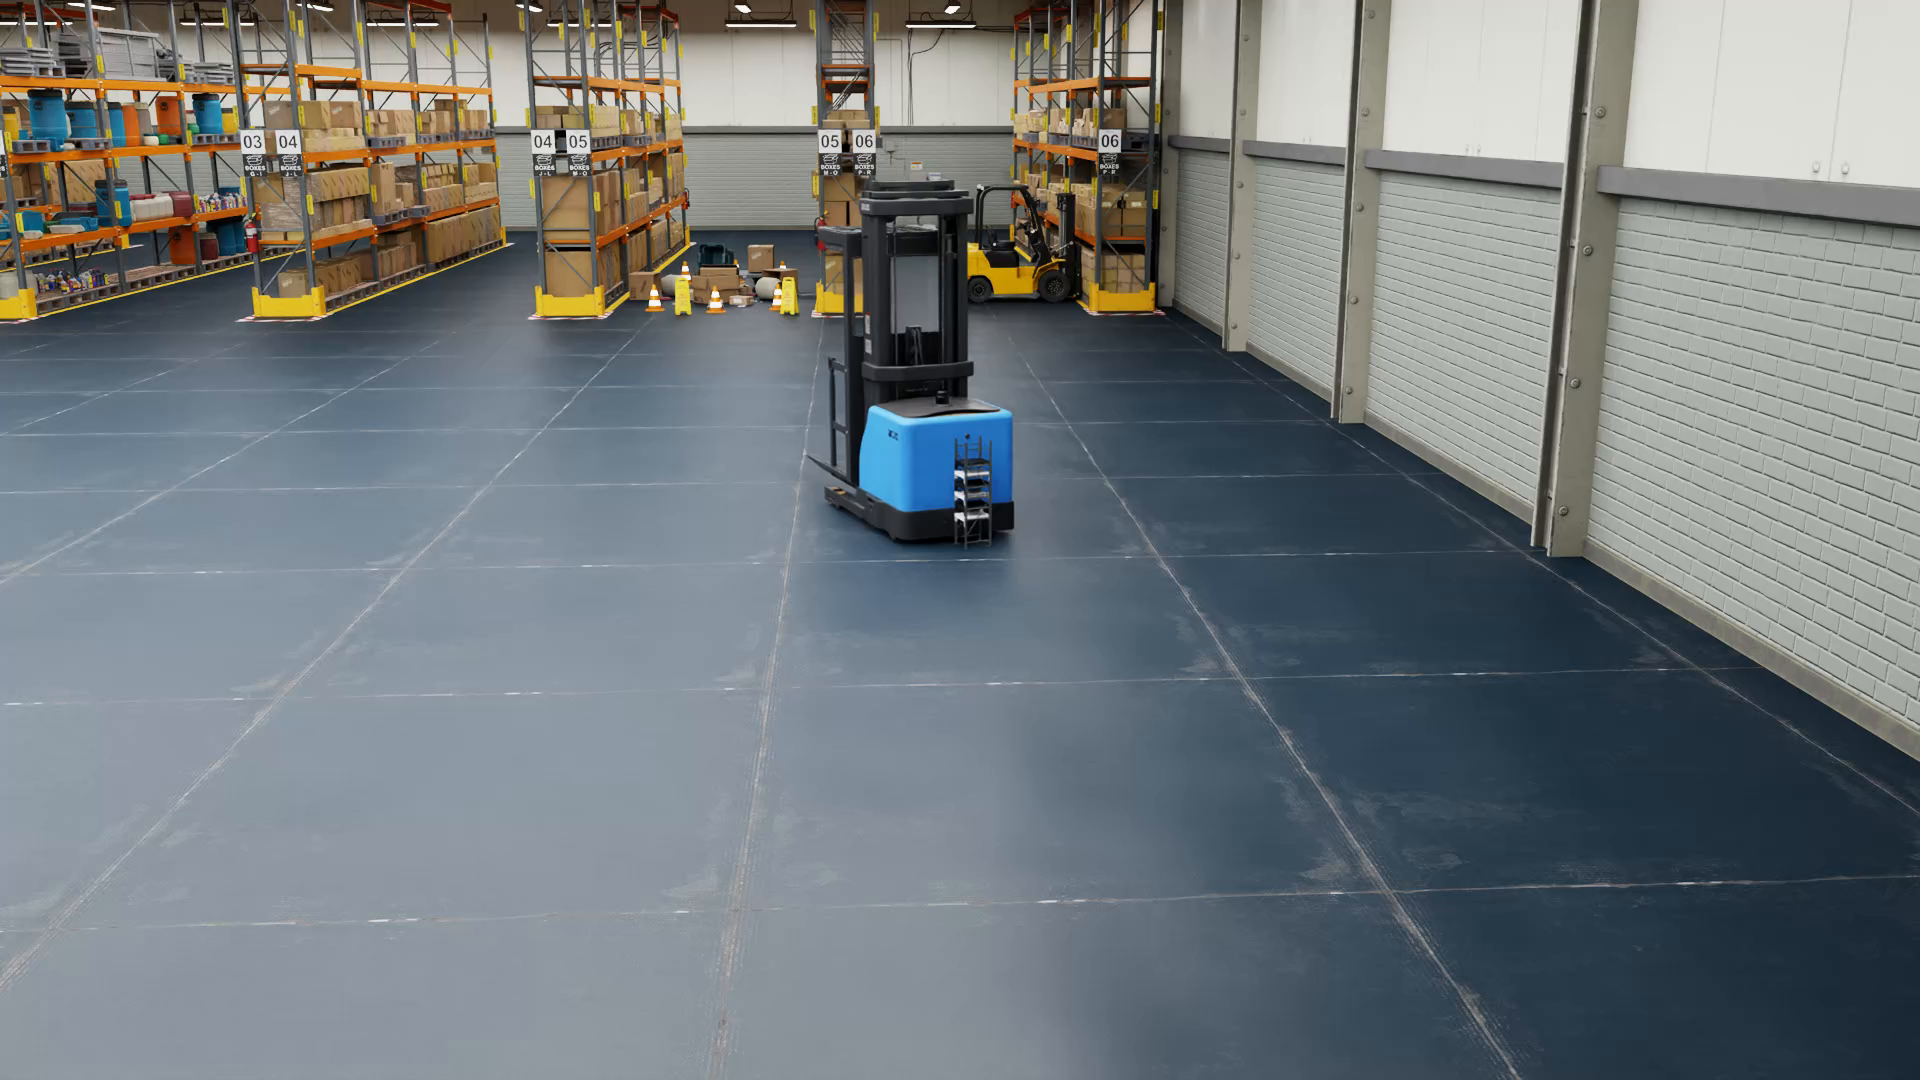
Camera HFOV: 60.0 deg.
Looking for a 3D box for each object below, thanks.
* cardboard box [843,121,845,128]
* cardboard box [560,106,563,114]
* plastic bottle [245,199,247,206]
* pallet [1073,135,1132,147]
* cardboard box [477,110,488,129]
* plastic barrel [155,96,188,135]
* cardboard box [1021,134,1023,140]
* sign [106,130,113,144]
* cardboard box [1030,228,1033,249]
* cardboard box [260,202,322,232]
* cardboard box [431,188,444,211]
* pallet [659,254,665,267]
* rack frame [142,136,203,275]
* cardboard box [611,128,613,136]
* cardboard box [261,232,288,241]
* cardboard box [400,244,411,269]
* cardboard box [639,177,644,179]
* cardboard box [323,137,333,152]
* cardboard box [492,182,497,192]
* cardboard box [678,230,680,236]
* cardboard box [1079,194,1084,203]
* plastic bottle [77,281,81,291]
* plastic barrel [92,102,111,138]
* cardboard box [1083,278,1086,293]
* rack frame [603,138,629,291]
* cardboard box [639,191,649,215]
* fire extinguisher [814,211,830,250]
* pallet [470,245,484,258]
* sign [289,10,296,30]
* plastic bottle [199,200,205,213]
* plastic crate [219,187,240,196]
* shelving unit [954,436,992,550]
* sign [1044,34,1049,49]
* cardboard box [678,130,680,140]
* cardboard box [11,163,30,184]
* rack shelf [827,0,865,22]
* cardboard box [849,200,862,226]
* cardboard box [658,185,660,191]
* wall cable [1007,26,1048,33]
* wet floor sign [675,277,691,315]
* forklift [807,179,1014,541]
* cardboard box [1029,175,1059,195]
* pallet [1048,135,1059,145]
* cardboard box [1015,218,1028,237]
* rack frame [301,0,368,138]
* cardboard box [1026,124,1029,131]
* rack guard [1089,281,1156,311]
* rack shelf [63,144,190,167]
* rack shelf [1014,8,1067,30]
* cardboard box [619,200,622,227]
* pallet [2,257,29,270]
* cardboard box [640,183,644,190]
[{"bbox_3d":[-2.292,-7.569,30.307,0.380,0.149,0.250,-1,14,-3],"label":"cardboard box"},{"bbox_3d":[-7.341,-7.716,29.838,0.380,0.149,0.250,-1,14,-2],"label":"cardboard box"},{"bbox_3d":[-17.196,-8.117,39.955,0.097,0.201,0.097,0,14,0],"label":"plastic bottle"},{"bbox_3d":[2.785,-7.851,32.677,1.003,0.211,1.213,-1,14,-3],"label":"pallet"},{"bbox_3d":[-12.796,-11.031,43.615,0.700,0.500,0.500,-2,15,-7],"label":"cardboard box"},{"bbox_3d":[-17.362,-9.346,36.605,0.600,0.830,0.708,-1,14,-3],"label":"plastic barrel"},{"bbox_3d":[1.769,-10.440,43.069,0.380,0.149,0.250,-1,14,-2],"label":"cardboard box"},{"bbox_3d":[-16.532,-7.808,32.317,0.100,0.325,0.005,-1,14,-3],"label":"sign"},{"bbox_3d":[2.016,-7.511,41.373,0.500,0.500,0.500,0,14,-1],"label":"cardboard box"},{"bbox_3d":[-11.898,-5.757,29.584,0.875,0.500,0.500,-1,14,-3],"label":"cardboard box"},{"bbox_3d":[-12.214,-7.846,38.300,0.500,0.500,0.500,-1,14,-4],"label":"cardboard box"},{"bbox_3d":[-7.549,-6.615,39.312,1.003,0.211,1.213,-1,14,-3],"label":"pallet"},{"bbox_3d":[-17.330,-7.340,36.536,1.000,3.000,0.127,-1,14,-3],"label":"rack frame"},{"bbox_3d":[-6.777,-7.718,31.444,0.380,0.149,0.250,-1,14,-3],"label":"cardboard box"},{"bbox_3d":[-12.115,-5.373,29.394,0.380,0.149,0.250,-1,14,-3],"label":"cardboard box"},{"bbox_3d":[-12.278,-6.115,35.908,0.700,0.500,0.500,-2,15,-8],"label":"cardboard box"},{"bbox_3d":[-7.990,-8.771,41.300,0.500,0.500,0.500,-1,14,-3],"label":"cardboard box"},{"bbox_3d":[-11.728,-7.182,30.203,0.500,0.250,0.500,-1,14,-4],"label":"cardboard box"},{"bbox_3d":[-12.587,-9.361,44.095,0.500,0.250,0.500,-1,14,-4],"label":"cardboard box"},{"bbox_3d":[-7.529,-8.040,43.536,0.380,0.149,0.250,-1,14,-3],"label":"cardboard box"},{"bbox_3d":[2.514,-6.613,32.206,0.380,0.149,0.250,-1,14,-5],"label":"cardboard box"},{"bbox_3d":[-16.669,-4.799,31.392,0.097,0.201,0.097,0,14,0],"label":"plastic bottle"},{"bbox_3d":[-17.371,-8.327,33.344,0.600,0.901,0.600,0,14,0],"label":"plastic barrel"},{"bbox_3d":[2.588,-4.765,31.203,0.500,0.250,0.500,-1,14,-3],"label":"cardboard box"},{"bbox_3d":[-7.182,-6.473,33.166,1.000,3.000,0.127,-1,14,-3],"label":"rack frame"},{"bbox_3d":[-7.134,-7.409,36.601,0.500,0.500,0.500,-1,14,-3],"label":"cardboard box"},{"bbox_3d":[-2.453,-5.507,29.566,0.296,0.674,0.183,-1,14,-3],"label":"fire extinguisher"},{"bbox_3d":[-12.603,-7.251,41.786,1.003,0.211,1.213,-1,14,-3],"label":"pallet"},{"bbox_3d":[-11.349,-8.832,28.259,0.100,0.325,0.005,-1,14,-3],"label":"sign"},{"bbox_3d":[-17.009,-7.479,37.308,0.061,0.283,0.133,-1,14,-3],"label":"plastic bottle"},{"bbox_3d":[-17.947,-8.467,40.827,0.392,0.384,0.575,-1,14,-3],"label":"plastic crate"},{"bbox_3d":[0.108,-0.388,13.727,0.258,0.900,0.210,-6,16,-23],"label":"shelving unit"},{"bbox_3d":[1.917,-11.033,36.813,0.100,0.325,0.005,-1,14,-3],"label":"sign"},{"bbox_3d":[-7.594,-10.602,43.494,0.500,0.250,0.500,-1,14,-3],"label":"cardboard box"},{"bbox_3d":[-22.812,-8.914,40.445,0.500,0.500,0.500,-1,14,-3],"label":"cardboard box"},{"bbox_3d":[-2.619,-12.234,38.288,1.077,0.370,4.000,-1,14,-3],"label":"rack shelf"},{"bbox_3d":[-1.752,-5.895,30.119,0.500,0.500,0.500,-1,14,-4],"label":"cardboard box"},{"bbox_3d":[-7.426,-8.466,39.974,0.380,0.149,0.250,0,14,-1],"label":"cardboard box"},{"bbox_3d":[2.891,-16.659,49.553,2.988,3.039,0.133,-1,14,-3],"label":"wall cable"},{"bbox_3d":[-4.956,-4.362,29.684,0.267,0.644,0.232,-3,15,-13],"label":"wet floor sign"},{"bbox_3d":[-0.595,-1.737,14.895,1.130,2.935,3.031,-6,16,-23],"label":"forklift"},{"bbox_3d":[2.049,-8.641,40.549,0.700,0.500,0.500,-1,14,-3],"label":"cardboard box"},{"bbox_3d":[2.590,-8.841,36.728,1.213,0.211,1.003,0,14,-1],"label":"pallet"},{"bbox_3d":[1.906,-8.478,45.123,0.797,0.503,0.637,-1,15,-6],"label":"cardboard box"},{"bbox_3d":[-12.139,-9.327,32.219,1.000,3.000,0.127,-1,14,-3],"label":"rack frame"},{"bbox_3d":[1.813,-10.080,40.623,0.380,0.149,0.250,-1,14,-3],"label":"cardboard box"},{"bbox_3d":[2.956,-4.441,30.284,1.175,0.500,0.348,-1,14,-3],"label":"rack guard"},{"bbox_3d":[-17.206,-7.947,34.318,1.077,0.370,4.000,-1,14,-3],"label":"rack shelf"},{"bbox_3d":[2.087,-13.306,42.456,1.077,0.370,4.000,-1,14,-3],"label":"rack shelf"},{"bbox_3d":[-7.147,-6.454,32.792,0.875,0.550,0.550,-1,14,-3],"label":"cardboard box"},{"bbox_3d":[-22.355,-6.403,38.490,1.003,0.211,1.213,-1,14,-3],"label":"pallet"},{"bbox_3d":[-7.265,-7.957,37.400,0.380,0.149,0.250,-1,14,-3],"label":"cardboard box"}]
